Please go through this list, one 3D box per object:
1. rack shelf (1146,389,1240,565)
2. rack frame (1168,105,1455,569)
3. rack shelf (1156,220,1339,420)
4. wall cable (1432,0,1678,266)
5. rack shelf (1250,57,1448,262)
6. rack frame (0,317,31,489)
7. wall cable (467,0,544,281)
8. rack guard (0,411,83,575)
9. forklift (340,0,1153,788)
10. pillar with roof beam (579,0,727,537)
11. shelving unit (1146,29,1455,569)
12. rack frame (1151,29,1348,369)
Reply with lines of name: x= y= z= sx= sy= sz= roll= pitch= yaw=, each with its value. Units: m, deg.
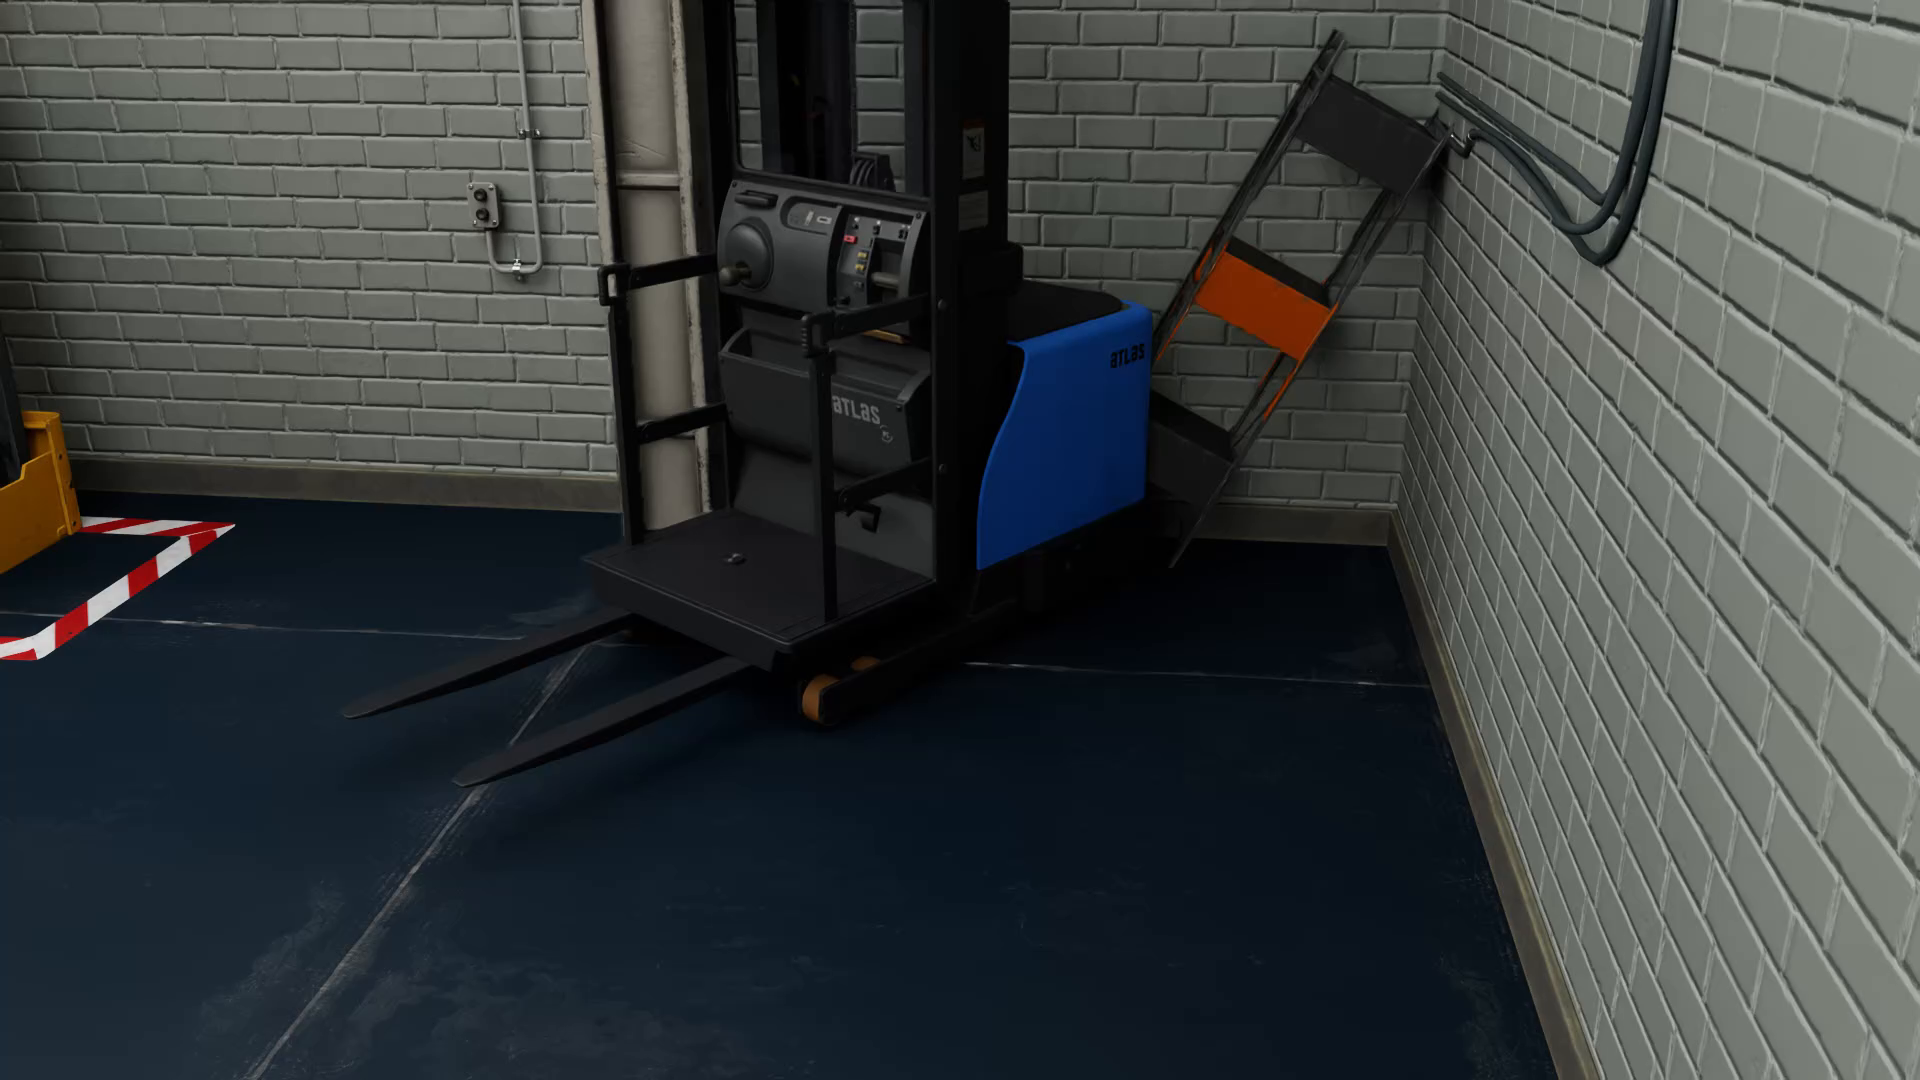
rack shelf: x=0.775 y=-0.297 z=6.697 sx=0.480 sy=0.518 sz=0.431 roll=28 pitch=23 yaw=-5
rack frame: x=1.319 y=-0.753 z=6.441 sx=0.015 sy=2.100 sz=0.400 roll=28 pitch=23 yaw=-5
rack shelf: x=1.097 y=-0.856 z=6.425 sx=0.480 sy=0.518 sz=0.431 roll=28 pitch=23 yaw=-5
wall cable: x=1.590 y=-2.227 z=4.556 sx=0.112 sy=2.526 sz=3.097 roll=2 pitch=22 yaw=6
rack shelf: x=1.419 y=-1.415 z=6.152 sx=0.480 sy=0.518 sz=0.431 roll=28 pitch=23 yaw=-5
rack frame: x=-3.985 y=-1.256 z=6.037 sx=0.127 sy=3.000 sz=1.000 roll=2 pitch=22 yaw=6
wall cable: x=-2.602 y=-2.018 z=6.584 sx=1.851 sy=1.984 sz=0.084 roll=2 pitch=22 yaw=6
rack guard: x=-3.961 y=-0.093 z=6.494 sx=0.348 sy=0.500 sz=1.175 roll=2 pitch=22 yaw=6
forklift: x=-0.614 y=-0.968 z=5.401 sx=1.130 sy=2.935 sz=3.031 roll=18 pitch=28 yaw=38
pillar with roof beam: x=-1.708 y=-2.673 z=1.462 sx=0.400 sy=9.000 sz=9.100 roll=2 pitch=22 yaw=6
shelving unit: x=1.104 y=-0.867 z=6.419 sx=0.503 sy=2.100 sz=0.431 roll=28 pitch=23 yaw=-5
rack frame: x=0.889 y=-0.980 z=6.398 sx=0.015 sy=2.100 sz=0.400 roll=28 pitch=23 yaw=-5
